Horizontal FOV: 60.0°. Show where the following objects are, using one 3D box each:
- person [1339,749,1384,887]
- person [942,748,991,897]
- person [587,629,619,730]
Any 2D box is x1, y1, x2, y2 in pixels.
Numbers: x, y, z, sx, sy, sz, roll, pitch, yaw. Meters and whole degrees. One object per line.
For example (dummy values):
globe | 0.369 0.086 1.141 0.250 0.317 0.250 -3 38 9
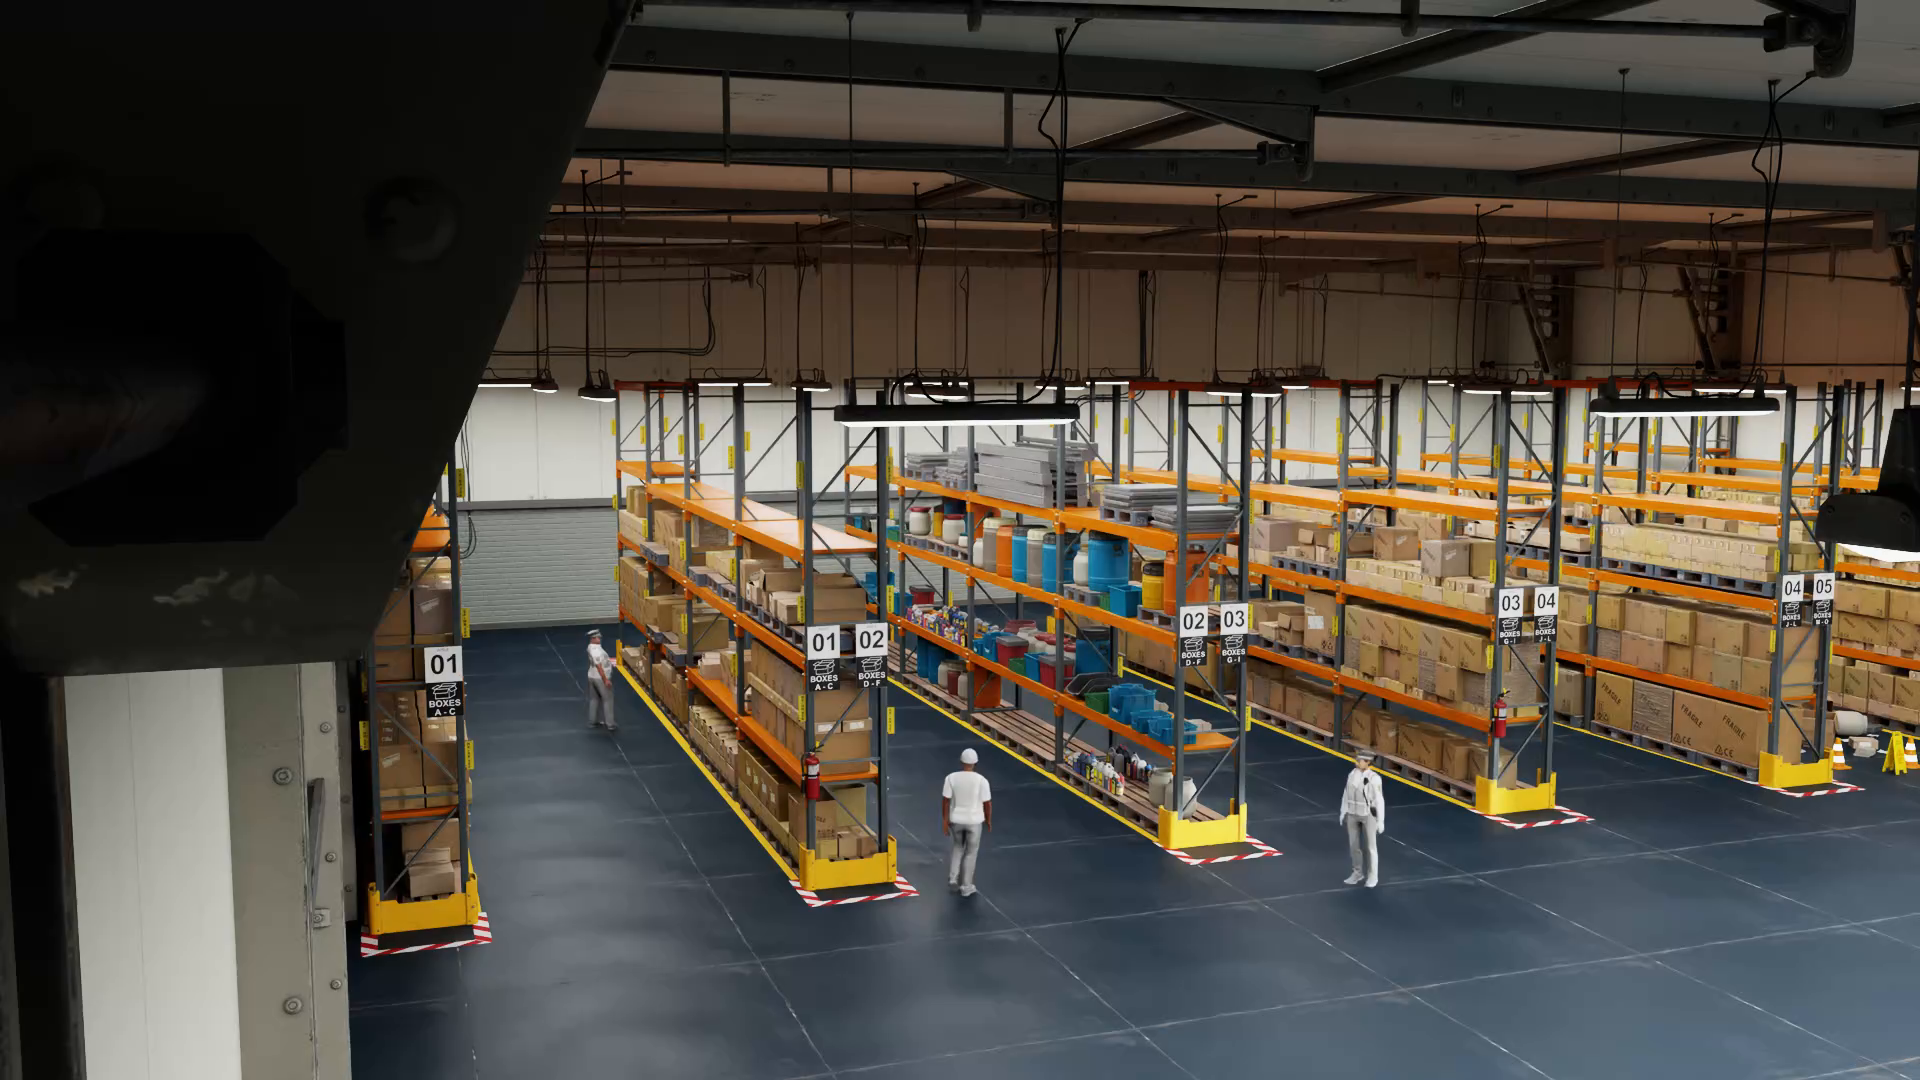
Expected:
person | 4.885 3.377 20.191 0.585 1.719 0.361 6 8 44
person | 0.099 3.364 19.822 0.580 1.799 0.437 2 6 21
person | -6.198 2.409 28.810 0.505 1.751 0.624 -5 8 -39
